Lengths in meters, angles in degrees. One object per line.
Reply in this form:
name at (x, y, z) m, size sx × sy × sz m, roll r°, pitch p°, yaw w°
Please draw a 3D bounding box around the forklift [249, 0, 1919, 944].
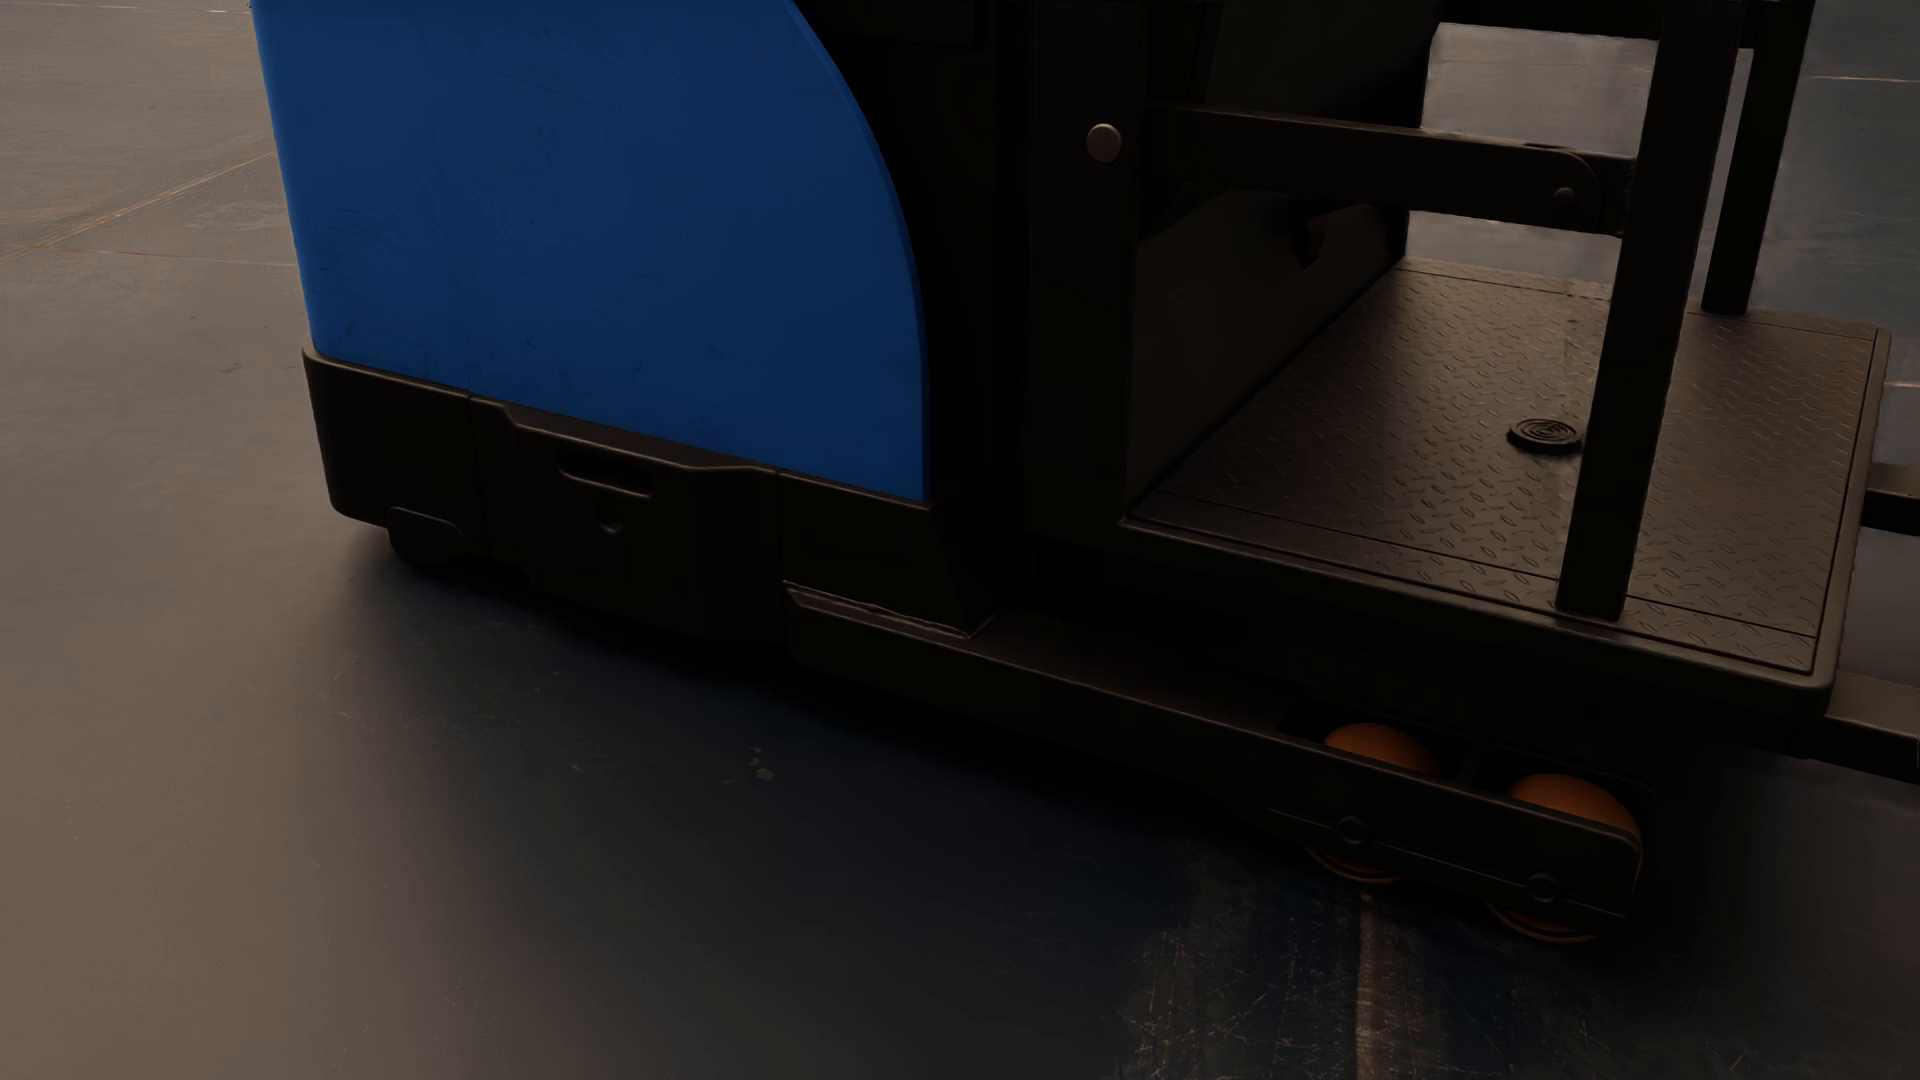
forklift at (0.603, -1.174, 1.574) m, size 3.031 × 2.935 × 1.130 m, roll 14°, pitch 30°, yaw 26°
